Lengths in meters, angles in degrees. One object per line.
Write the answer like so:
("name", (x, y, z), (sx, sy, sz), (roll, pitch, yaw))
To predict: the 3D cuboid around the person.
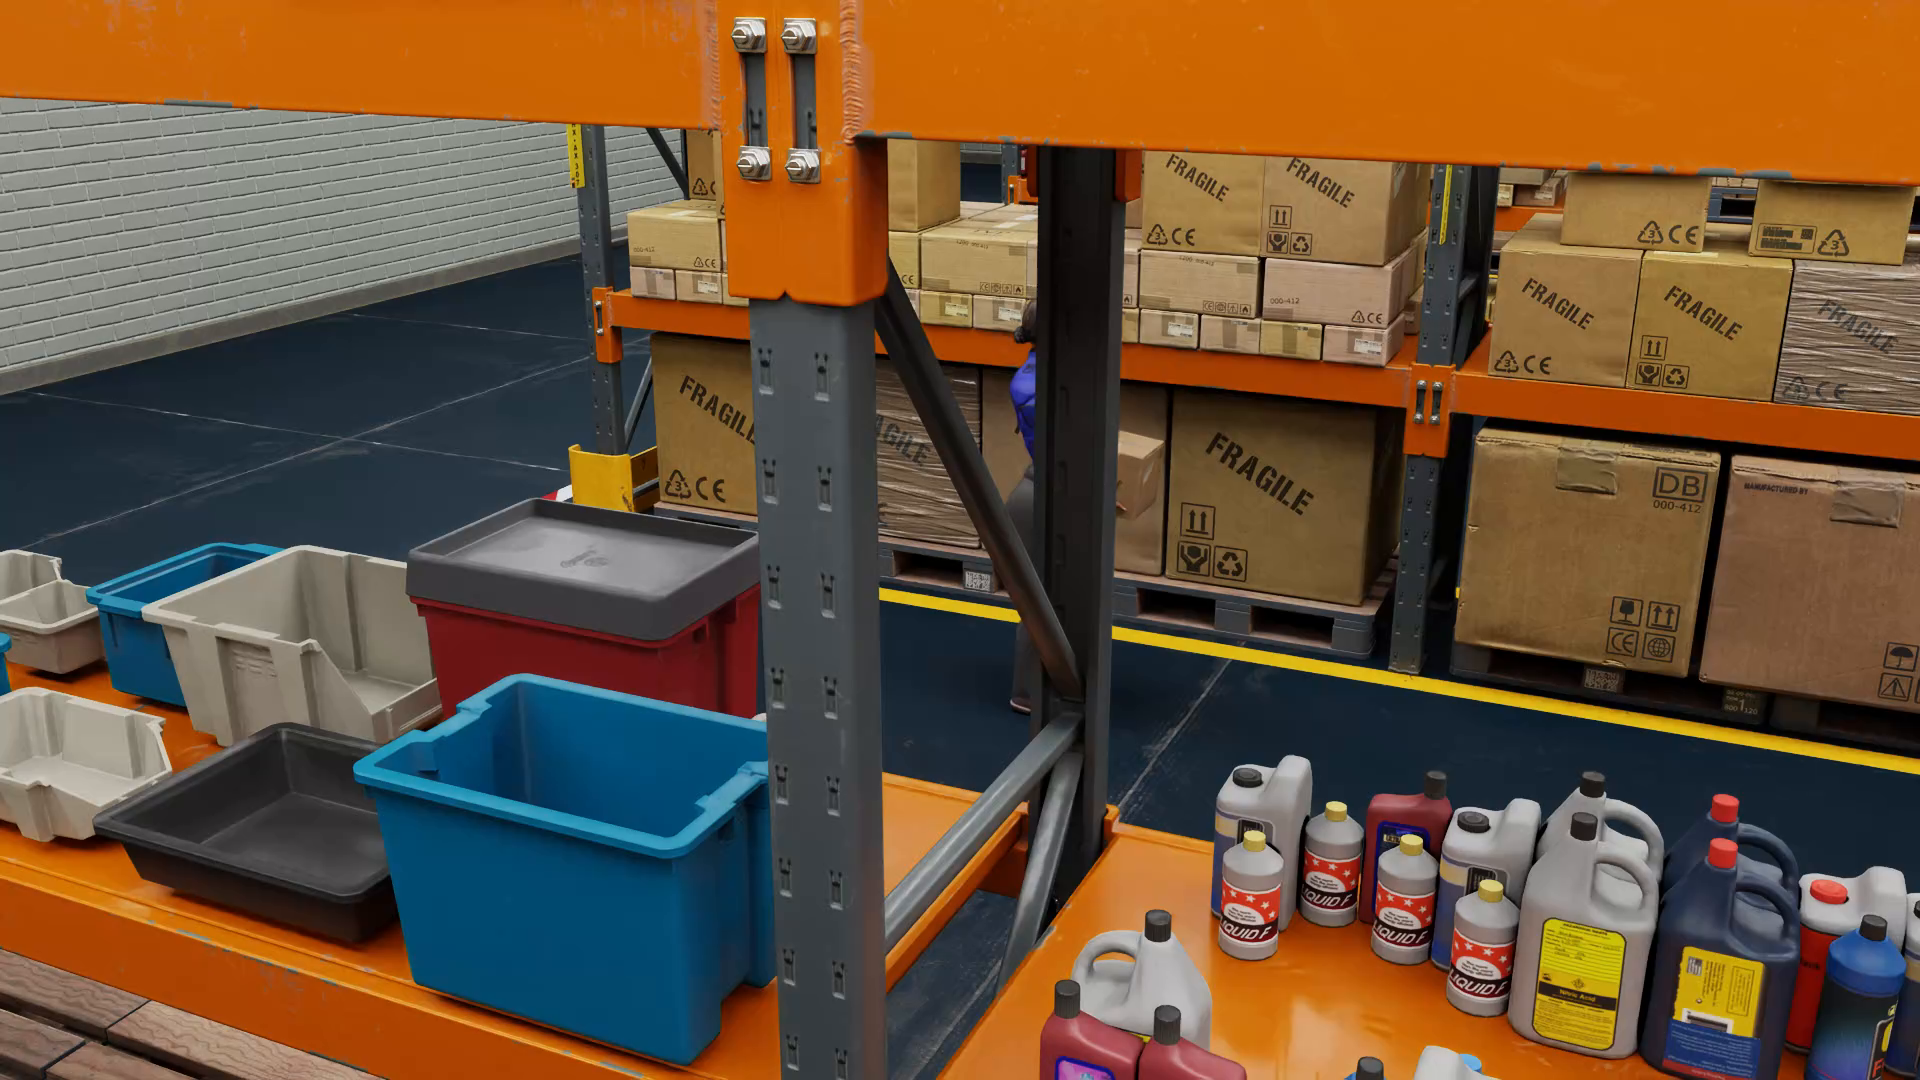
("person", (0.438, -0.114, 6.419), (0.518, 1.650, 0.451), (9, 21, 24))
